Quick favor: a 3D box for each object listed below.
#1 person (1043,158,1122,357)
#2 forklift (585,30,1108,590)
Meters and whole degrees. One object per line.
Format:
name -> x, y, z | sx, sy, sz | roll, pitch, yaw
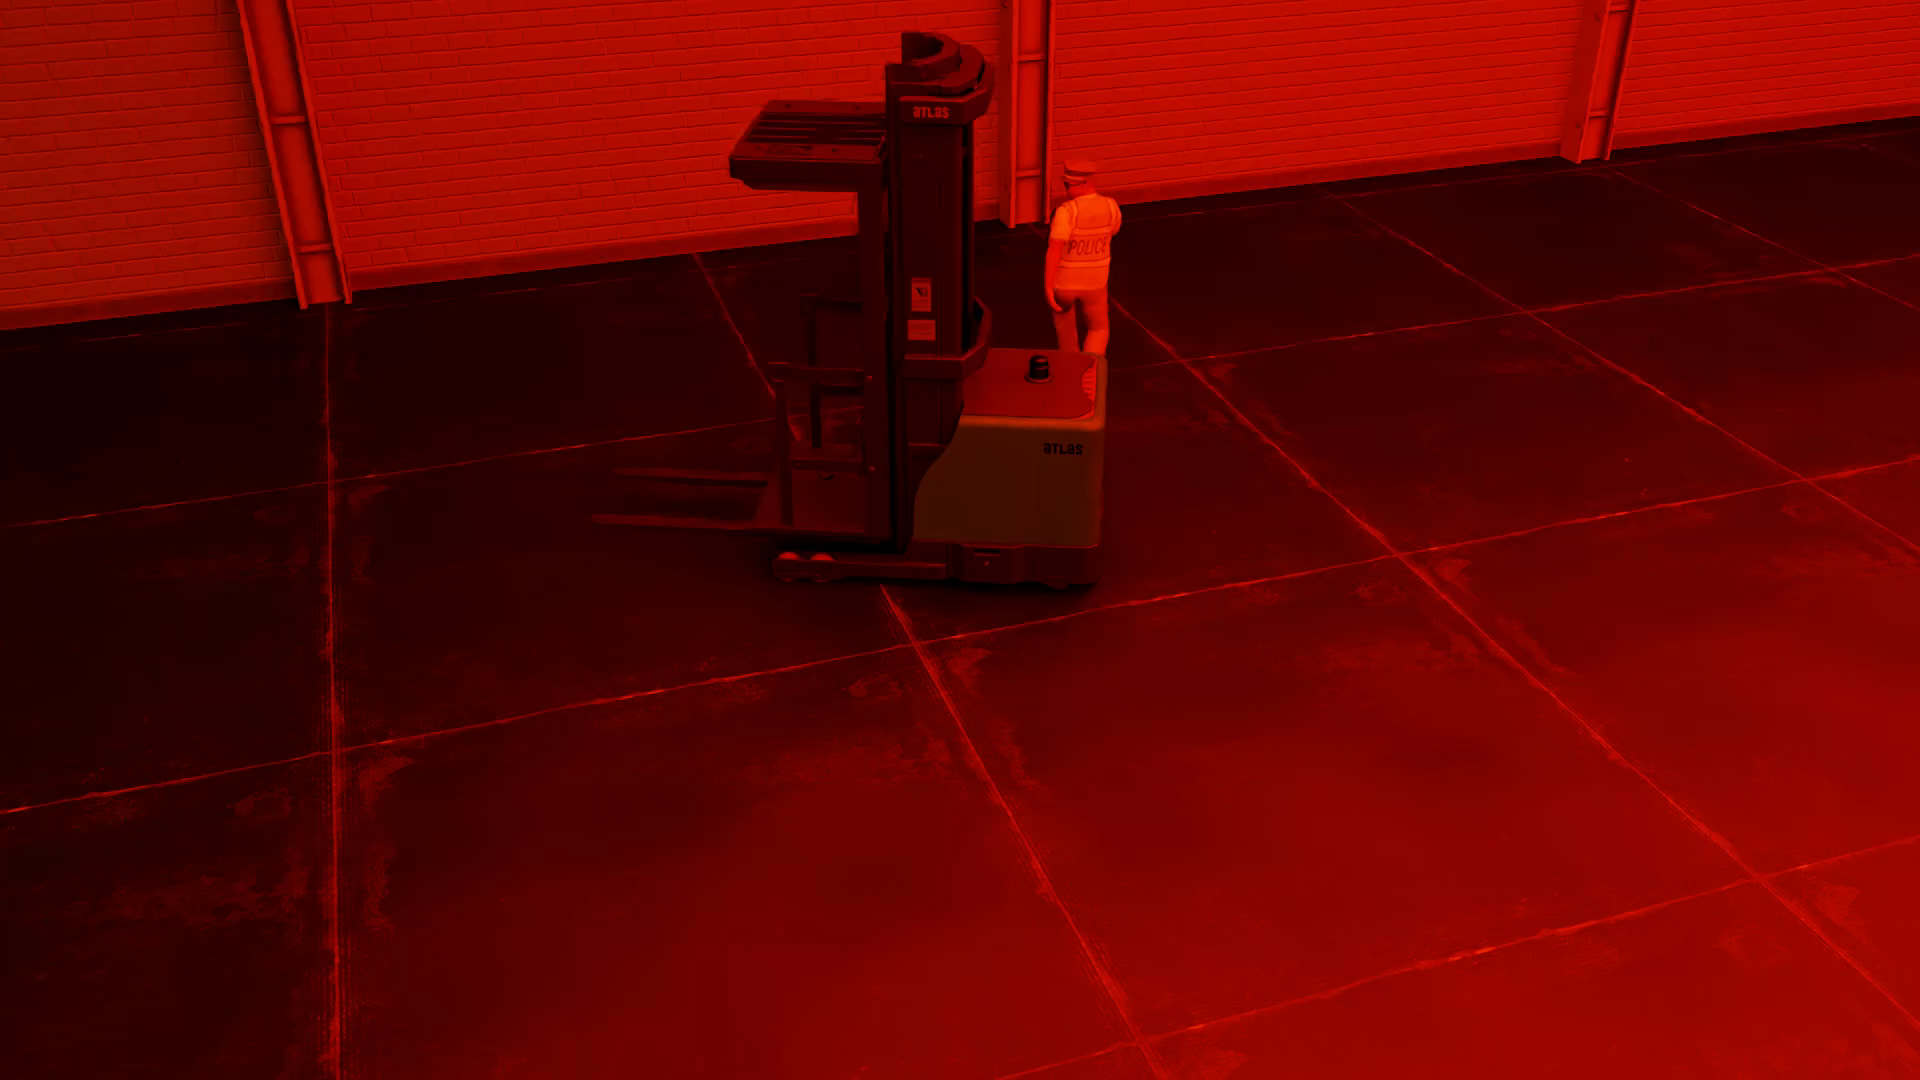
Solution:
person -> 0.834, -1.830, 11.581 | 0.567, 1.673, 0.925 | -2, 30, -3
forklift -> -0.668, -1.282, 9.316 | 3.031, 2.935, 1.130 | 3, 30, 5
